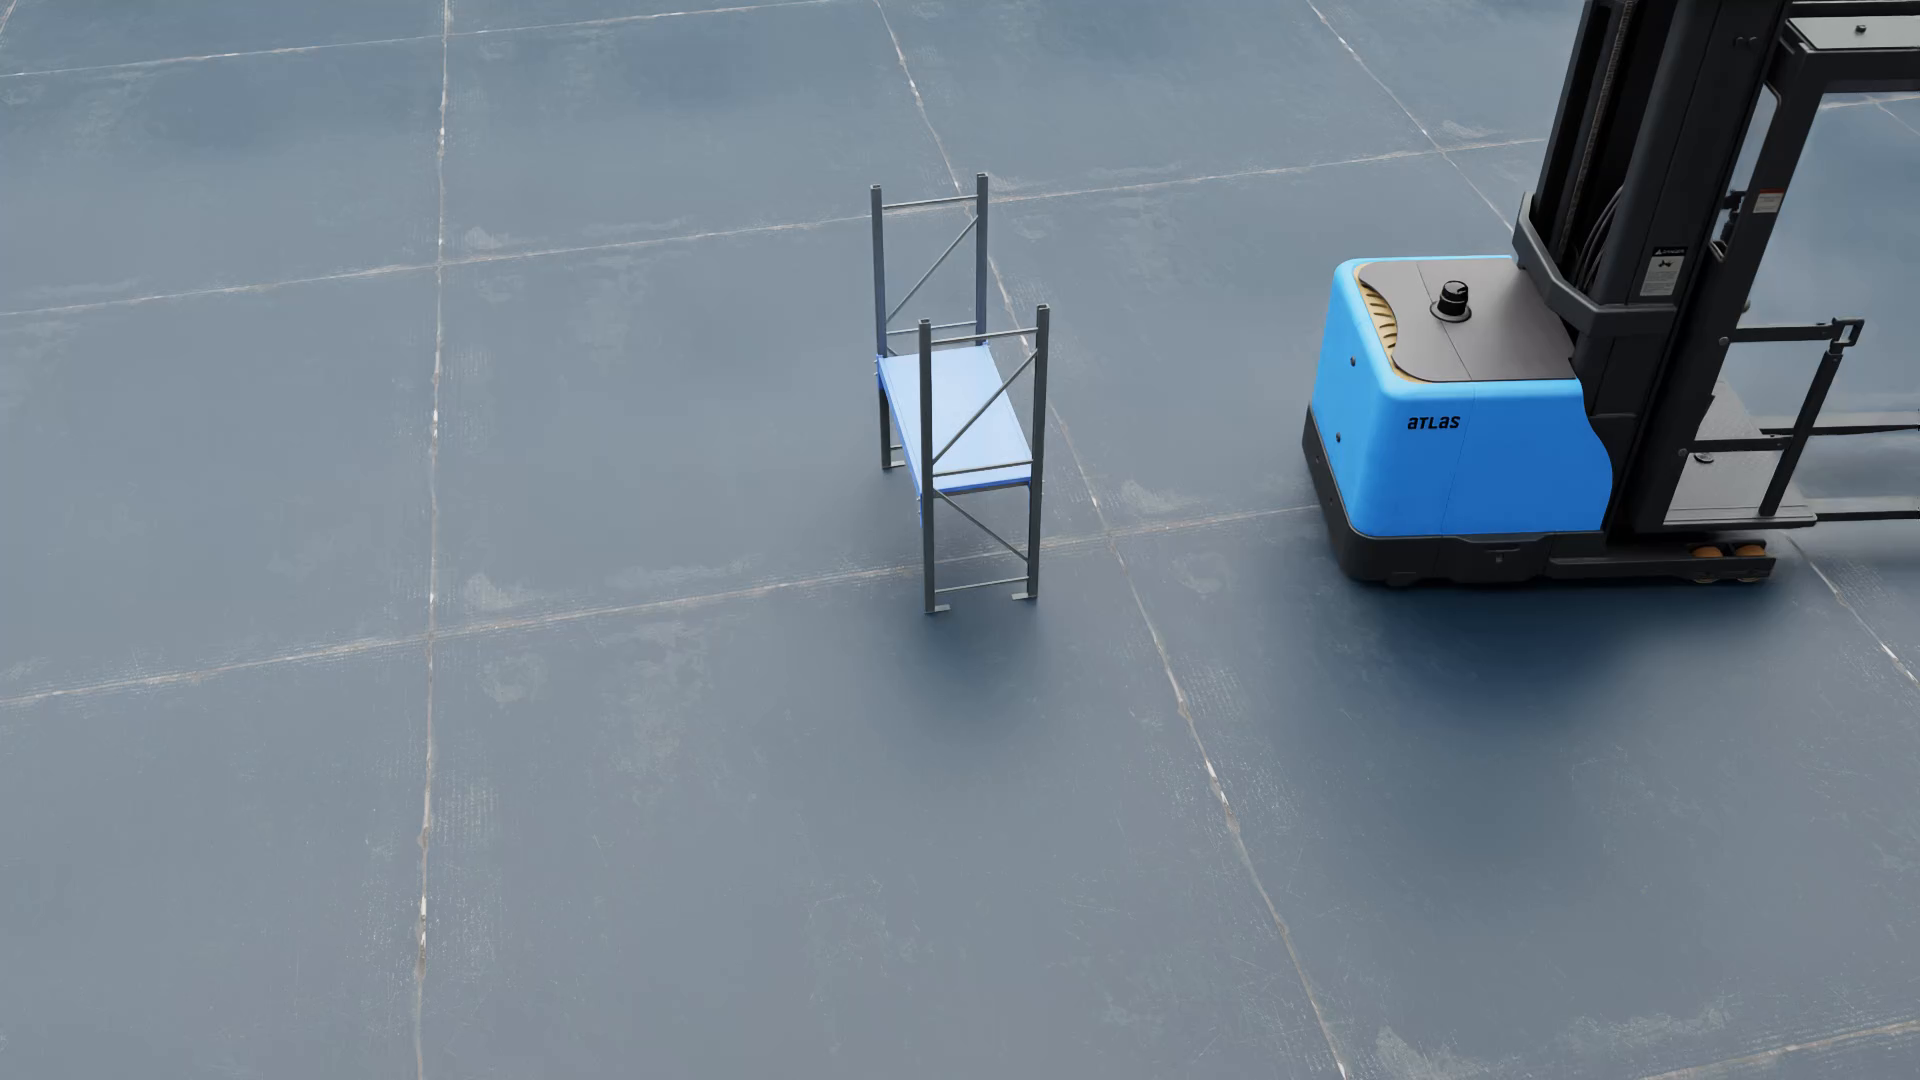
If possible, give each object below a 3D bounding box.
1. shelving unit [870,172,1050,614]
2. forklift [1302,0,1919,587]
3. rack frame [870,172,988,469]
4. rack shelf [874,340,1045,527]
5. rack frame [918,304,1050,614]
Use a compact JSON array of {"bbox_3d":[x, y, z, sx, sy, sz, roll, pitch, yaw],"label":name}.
[{"bbox_3d":[-0.018,-0.616,7.096,0.538,1.500,1.048,-8,42,-9],"label":"shelving unit"},{"bbox_3d":[3.163,-1.258,6.741,3.031,2.935,1.130,-2,42,-2],"label":"forklift"},{"bbox_3d":[-0.128,-0.946,7.467,0.500,1.500,0.032,-8,42,-9],"label":"rack frame"},{"bbox_3d":[-0.018,-0.482,7.216,0.538,0.185,1.000,-8,42,-9],"label":"rack shelf"},{"bbox_3d":[0.091,-0.287,6.725,0.500,1.500,0.032,-8,42,-9],"label":"rack frame"}]
